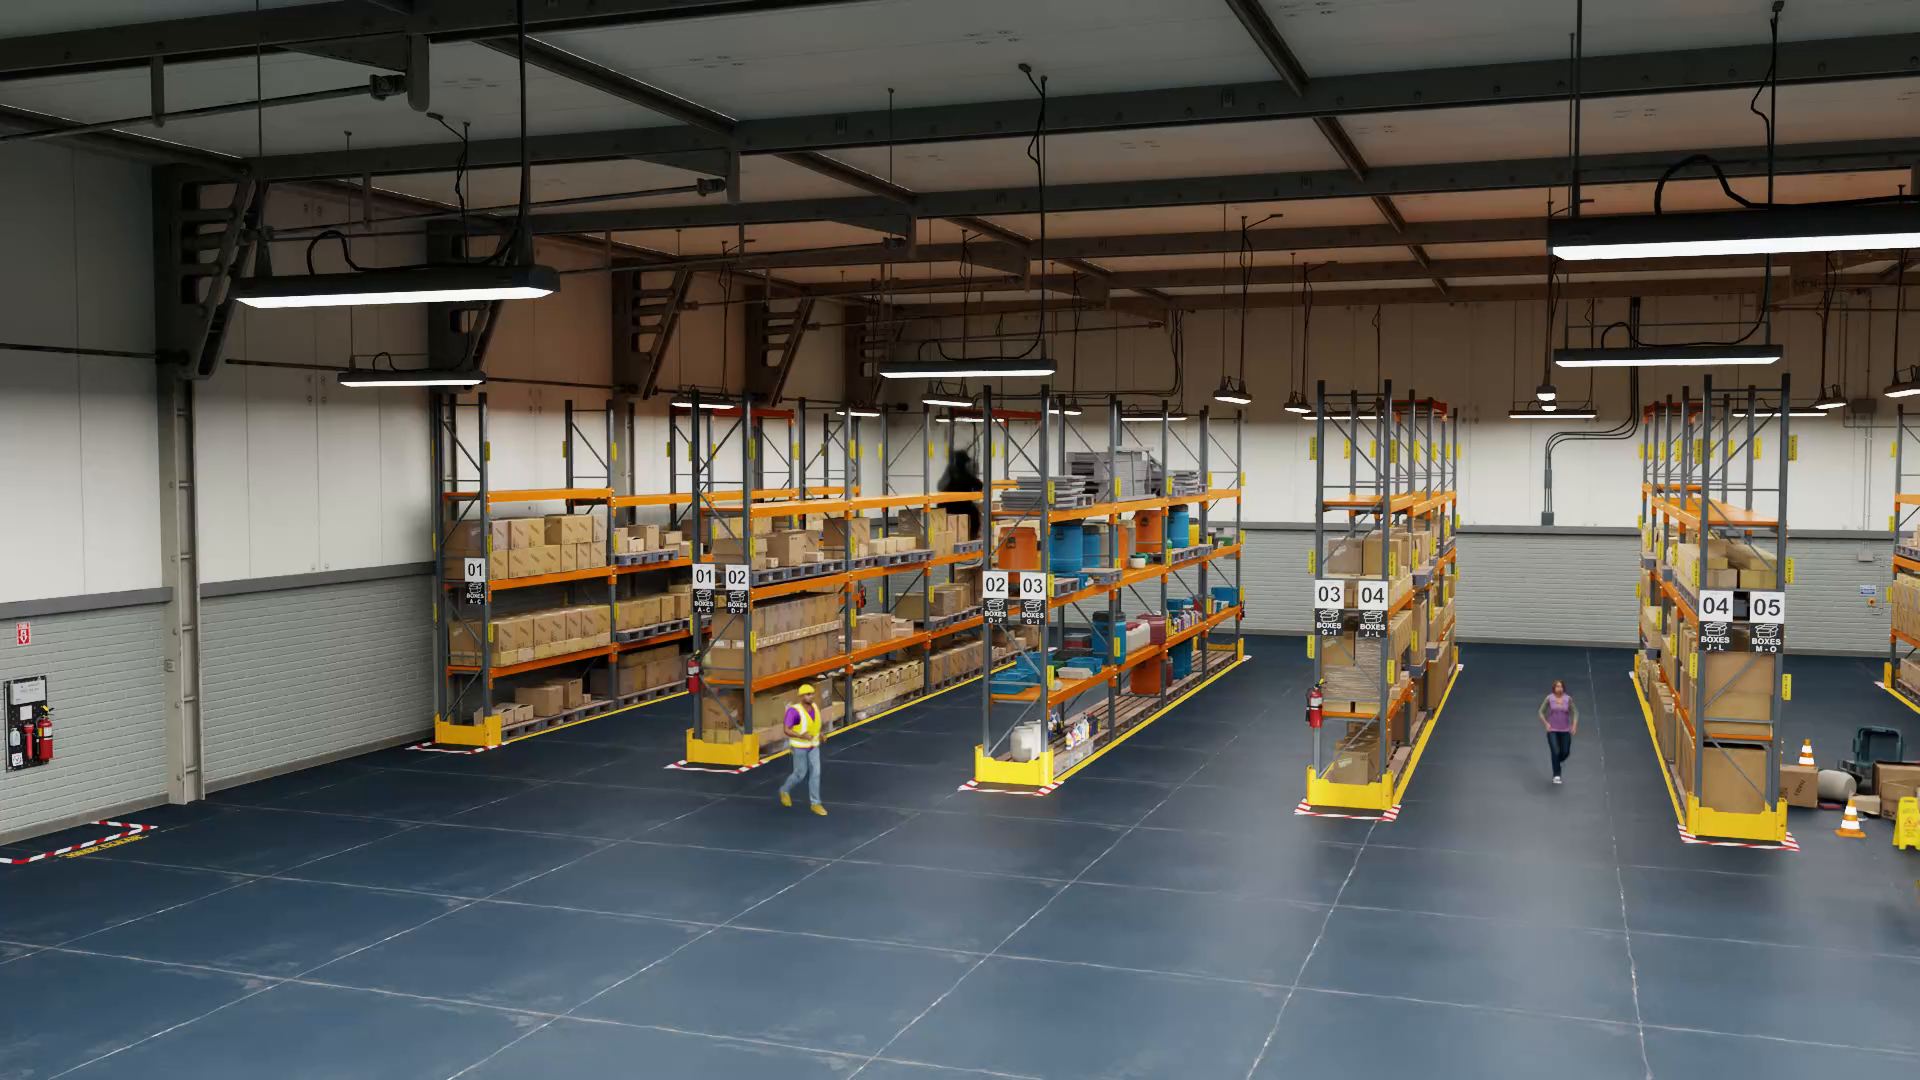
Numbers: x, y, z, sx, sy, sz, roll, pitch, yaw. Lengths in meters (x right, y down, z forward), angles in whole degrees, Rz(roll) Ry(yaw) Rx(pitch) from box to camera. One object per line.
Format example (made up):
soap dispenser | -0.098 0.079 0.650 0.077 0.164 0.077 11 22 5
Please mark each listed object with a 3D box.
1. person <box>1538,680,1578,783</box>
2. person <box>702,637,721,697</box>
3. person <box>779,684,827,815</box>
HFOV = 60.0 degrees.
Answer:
person | 9.059 2.892 25.207 0.583 1.534 0.569 1 3 11
person | -4.391 2.572 29.593 0.575 1.700 0.807 1 3 17
person | -2.162 2.886 23.104 0.724 1.781 0.865 -3 4 -45
